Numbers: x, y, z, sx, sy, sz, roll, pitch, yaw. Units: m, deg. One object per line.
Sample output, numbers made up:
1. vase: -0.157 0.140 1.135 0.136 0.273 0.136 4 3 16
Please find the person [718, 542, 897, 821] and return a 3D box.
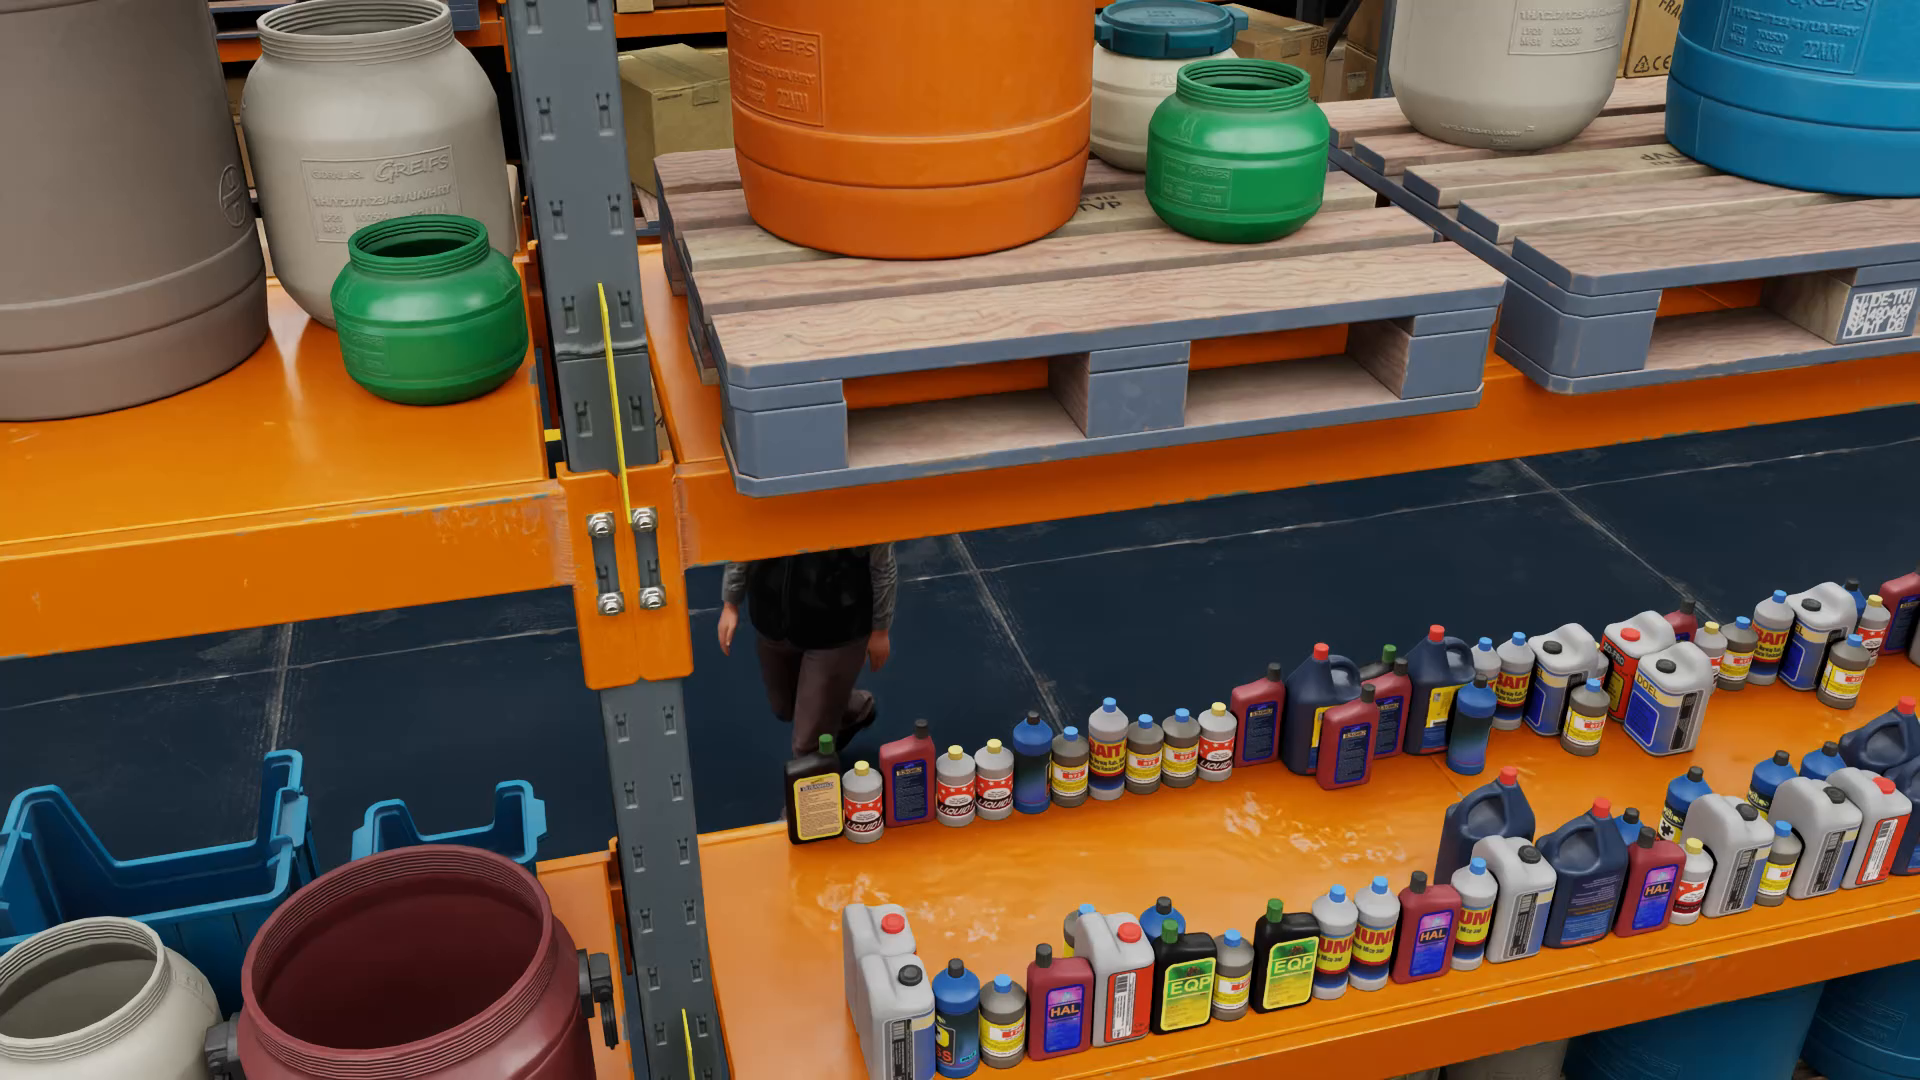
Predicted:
1. person: -0.502 0.276 5.688 0.599 1.706 0.872 13 32 21
